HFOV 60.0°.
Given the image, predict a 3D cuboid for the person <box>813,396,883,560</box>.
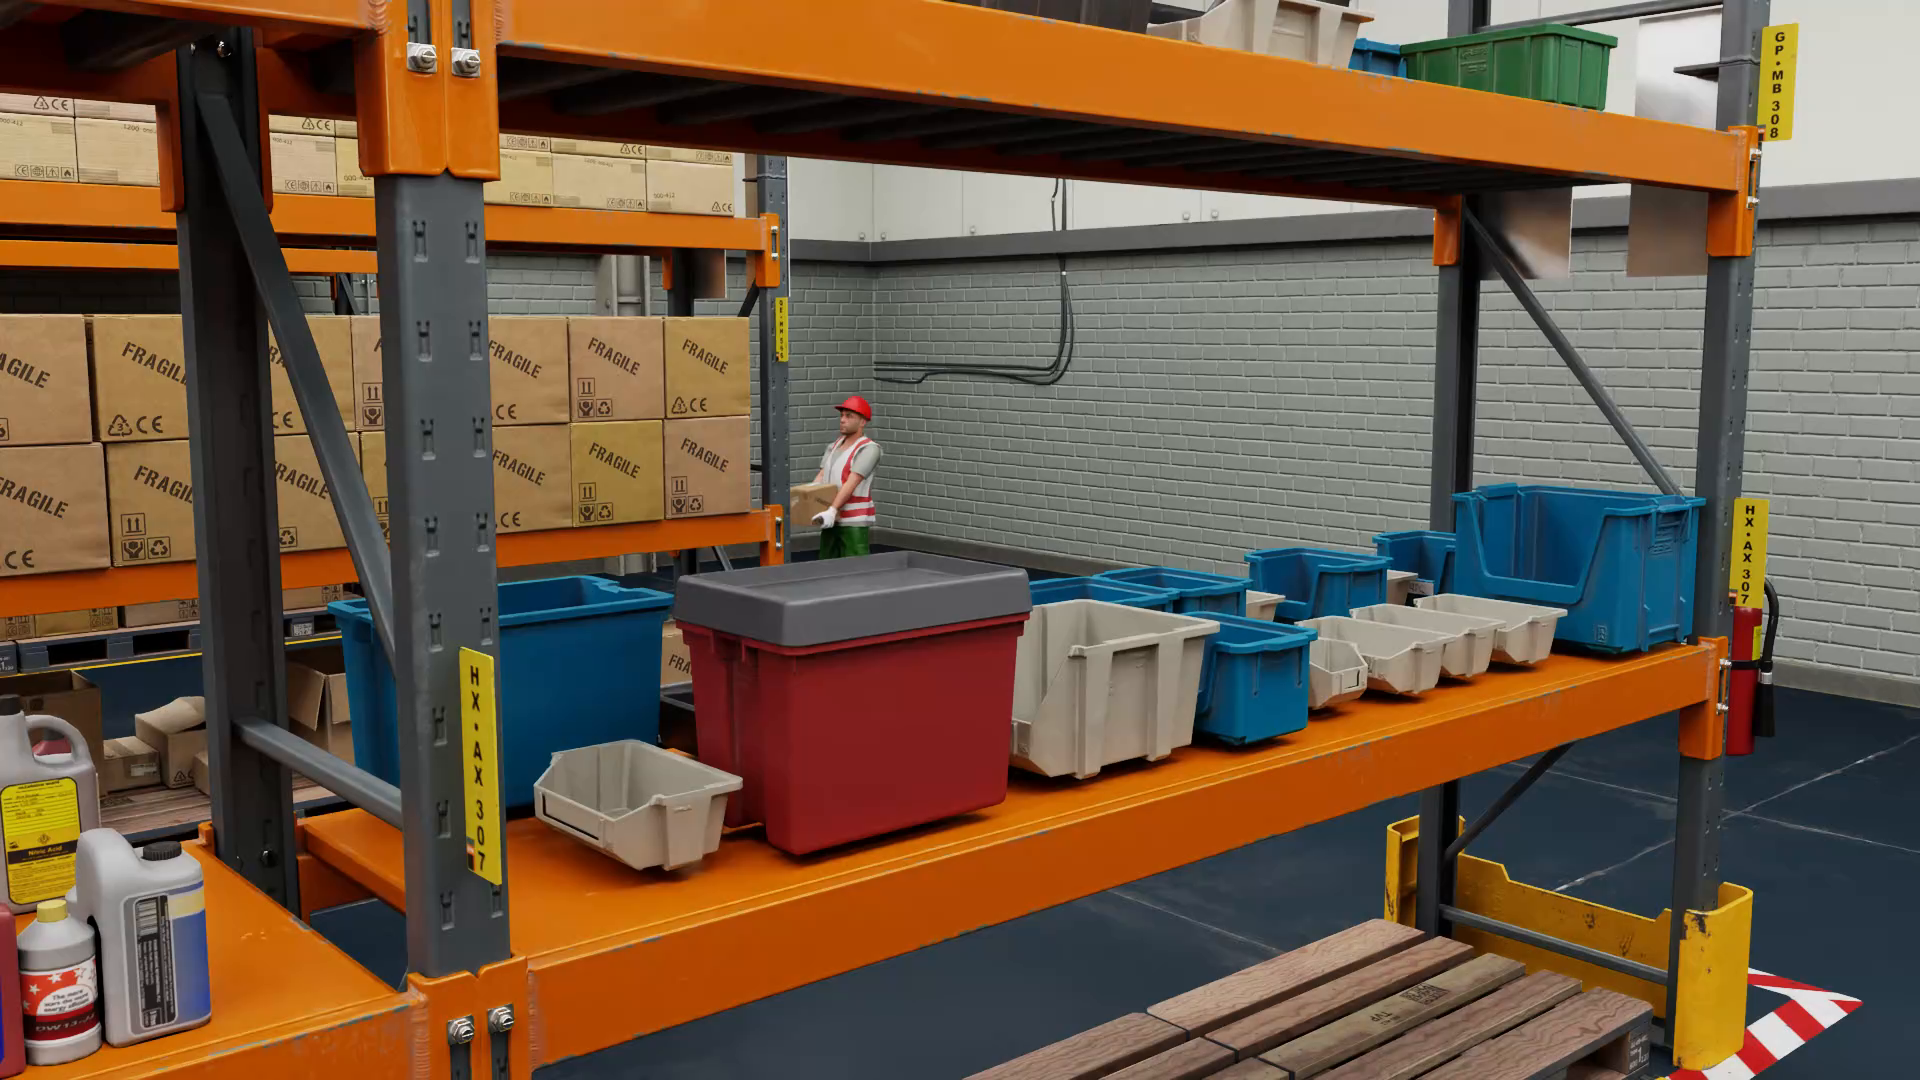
[{"bbox_3d":[-0.790,-0.123,11.439,0.414,1.723,0.493,-6,10,-40],"label":"person"}]
